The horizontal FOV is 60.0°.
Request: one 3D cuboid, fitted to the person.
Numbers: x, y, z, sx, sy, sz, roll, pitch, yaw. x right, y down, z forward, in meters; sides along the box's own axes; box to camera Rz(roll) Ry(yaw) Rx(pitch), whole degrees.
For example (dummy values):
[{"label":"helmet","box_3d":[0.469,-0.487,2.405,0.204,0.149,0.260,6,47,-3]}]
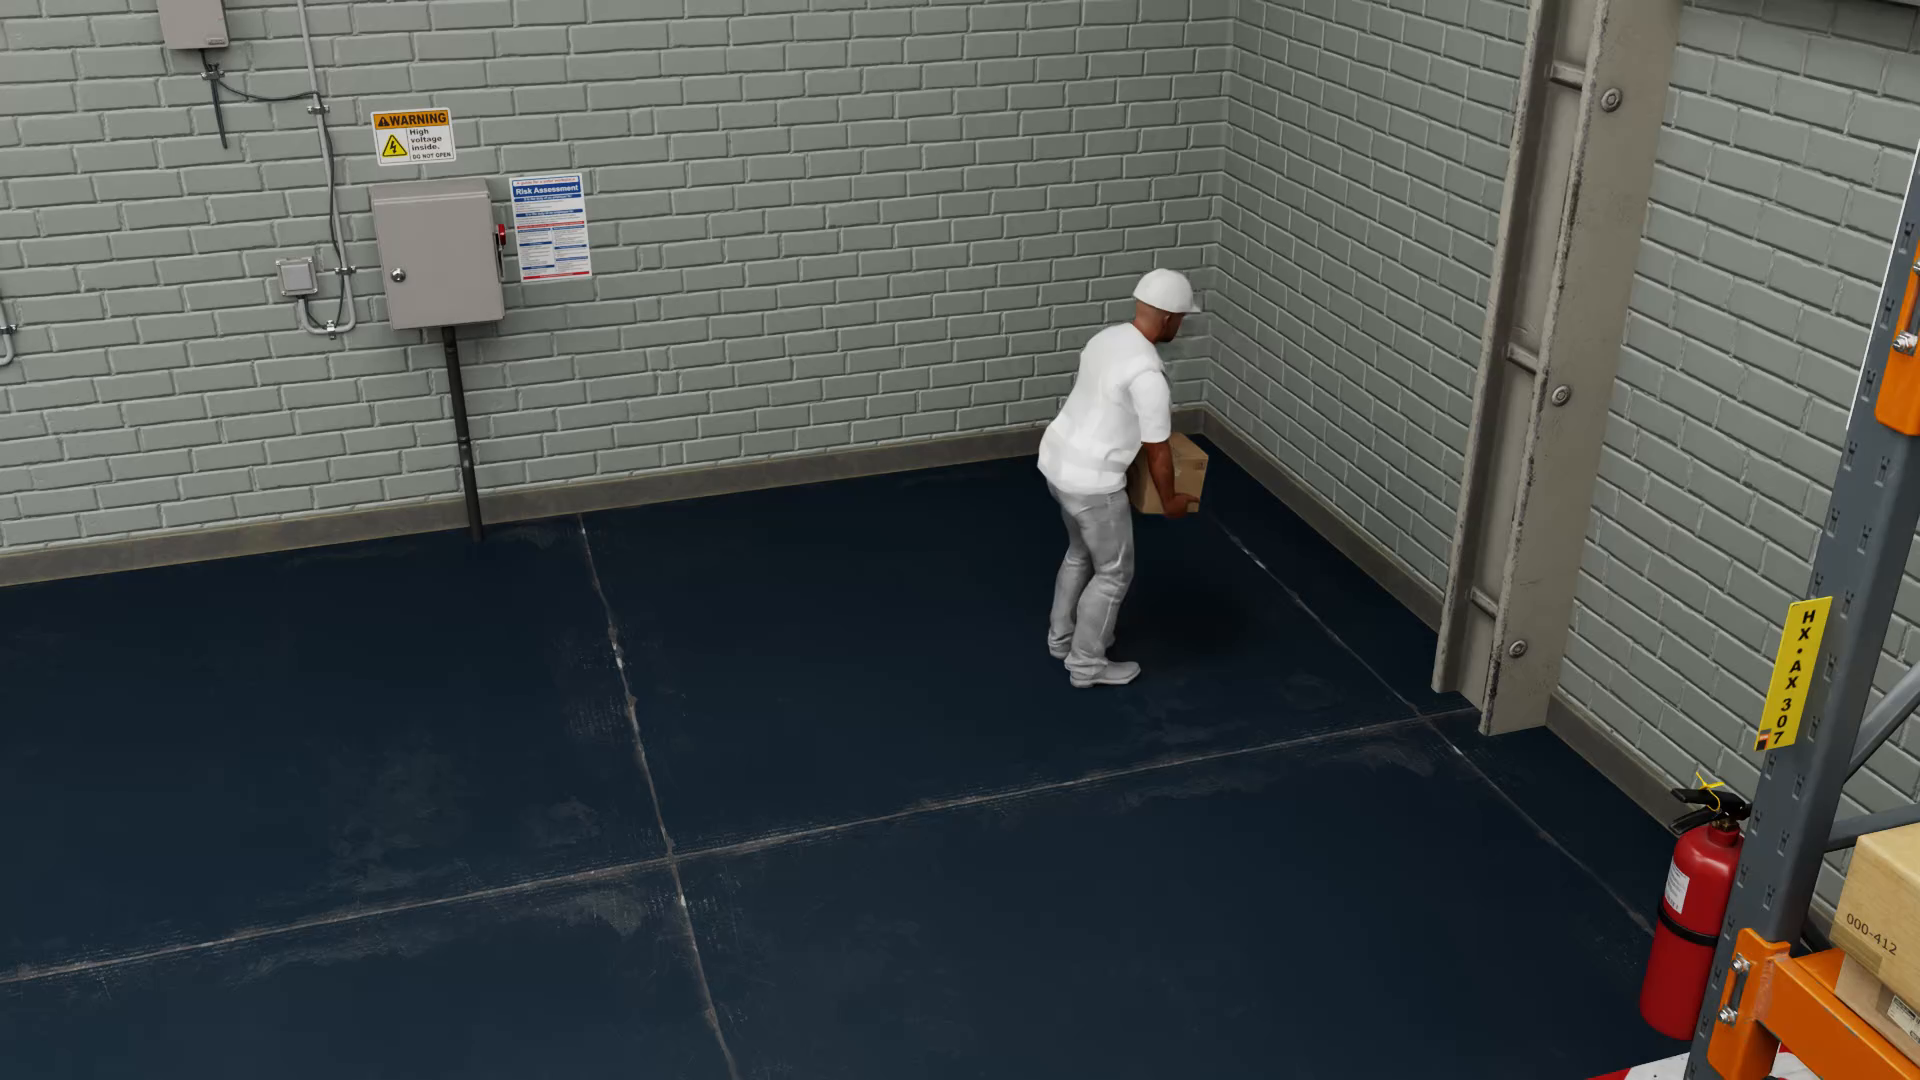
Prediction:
[{"label":"person","box_3d":[0.635,-0.254,6.684,0.636,1.693,0.488,-9,27,-17]}]
